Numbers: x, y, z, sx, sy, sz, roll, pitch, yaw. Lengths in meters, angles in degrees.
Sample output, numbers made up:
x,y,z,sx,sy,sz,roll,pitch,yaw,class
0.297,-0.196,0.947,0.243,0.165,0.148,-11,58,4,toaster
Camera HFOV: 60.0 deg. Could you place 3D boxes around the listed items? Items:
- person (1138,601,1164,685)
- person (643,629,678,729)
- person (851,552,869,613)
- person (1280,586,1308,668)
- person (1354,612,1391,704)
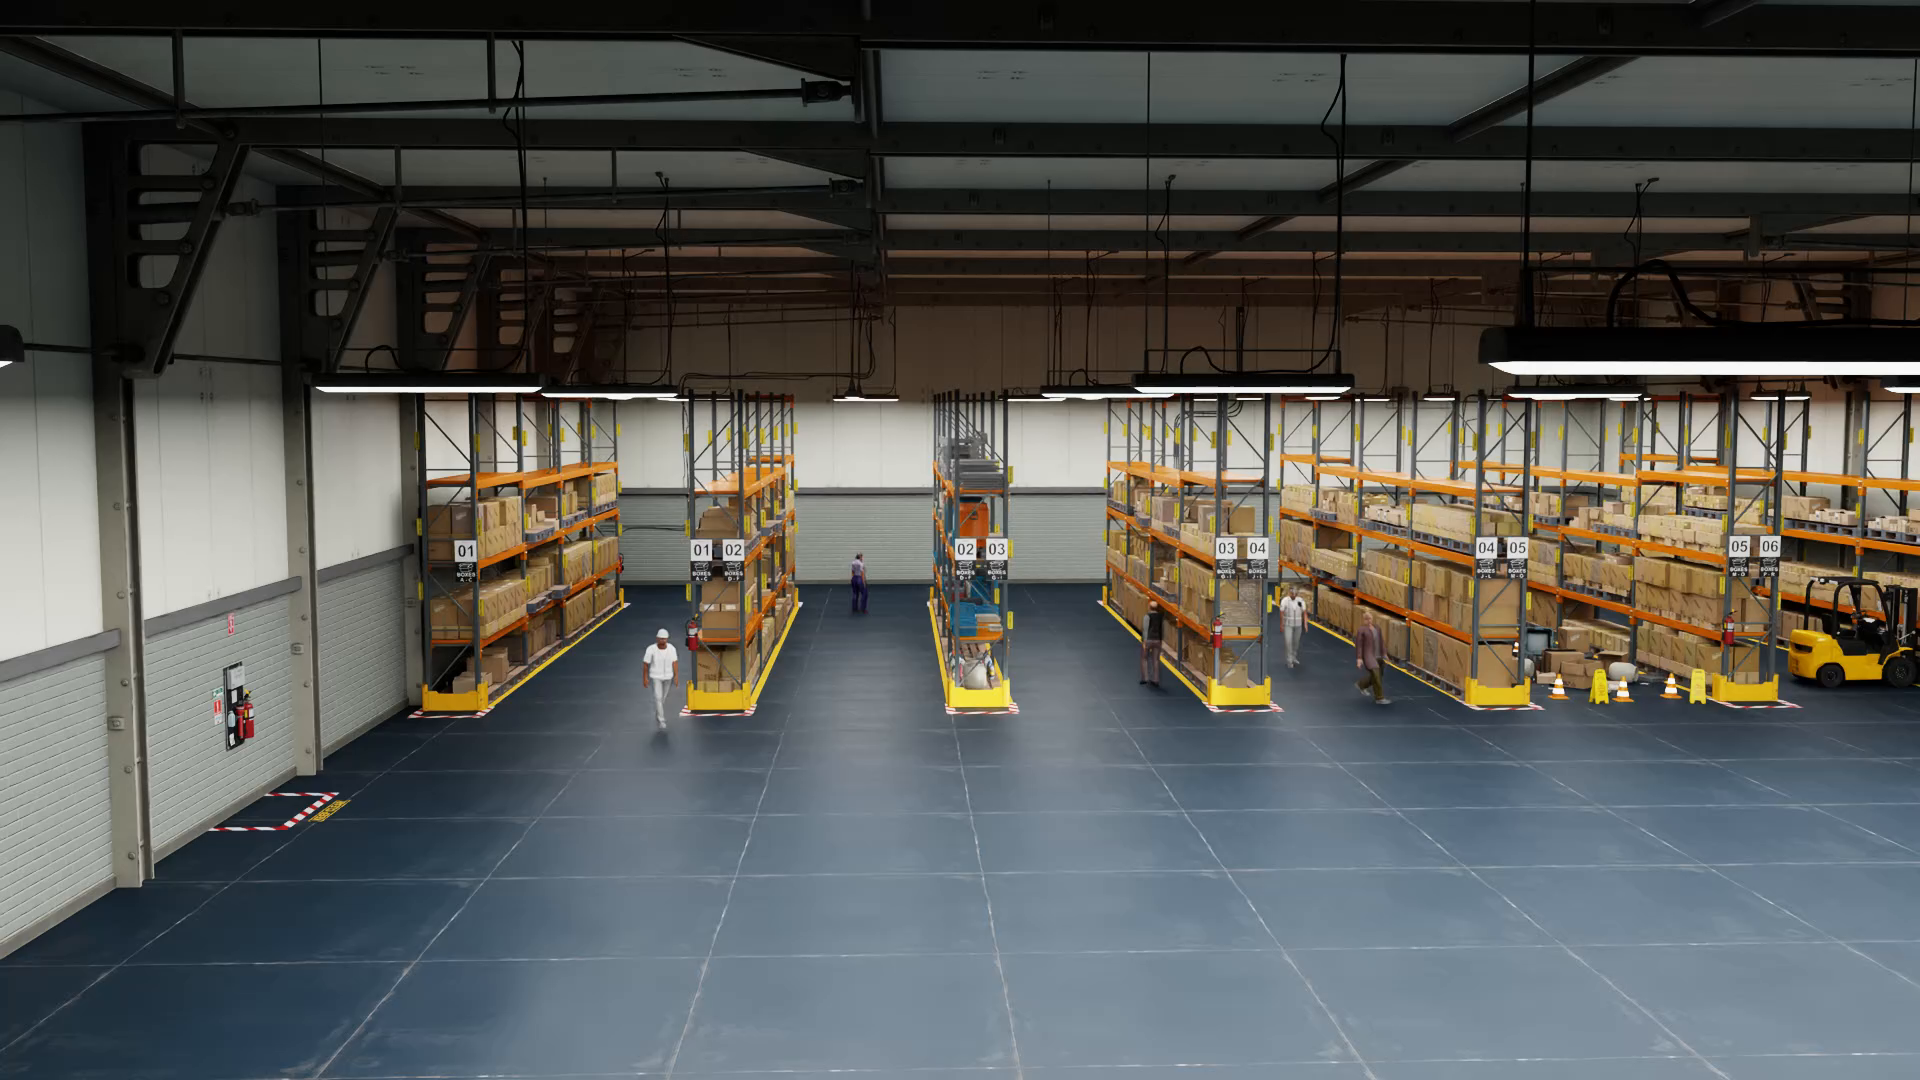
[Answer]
x,y,z,sx,sy,sz,roll,pitch,yaw,class
3.945,2.127,33.912,0.526,1.770,0.613,-1,5,-11,person
-5.274,2.431,29.498,0.591,1.709,0.998,-3,6,-36,person
-2.782,1.196,45.727,0.396,1.706,0.567,-5,6,-44,person
7.317,1.893,36.462,0.583,1.779,0.665,0,5,-3,person
7.915,2.255,31.901,0.580,1.718,0.952,-3,6,-34,person
